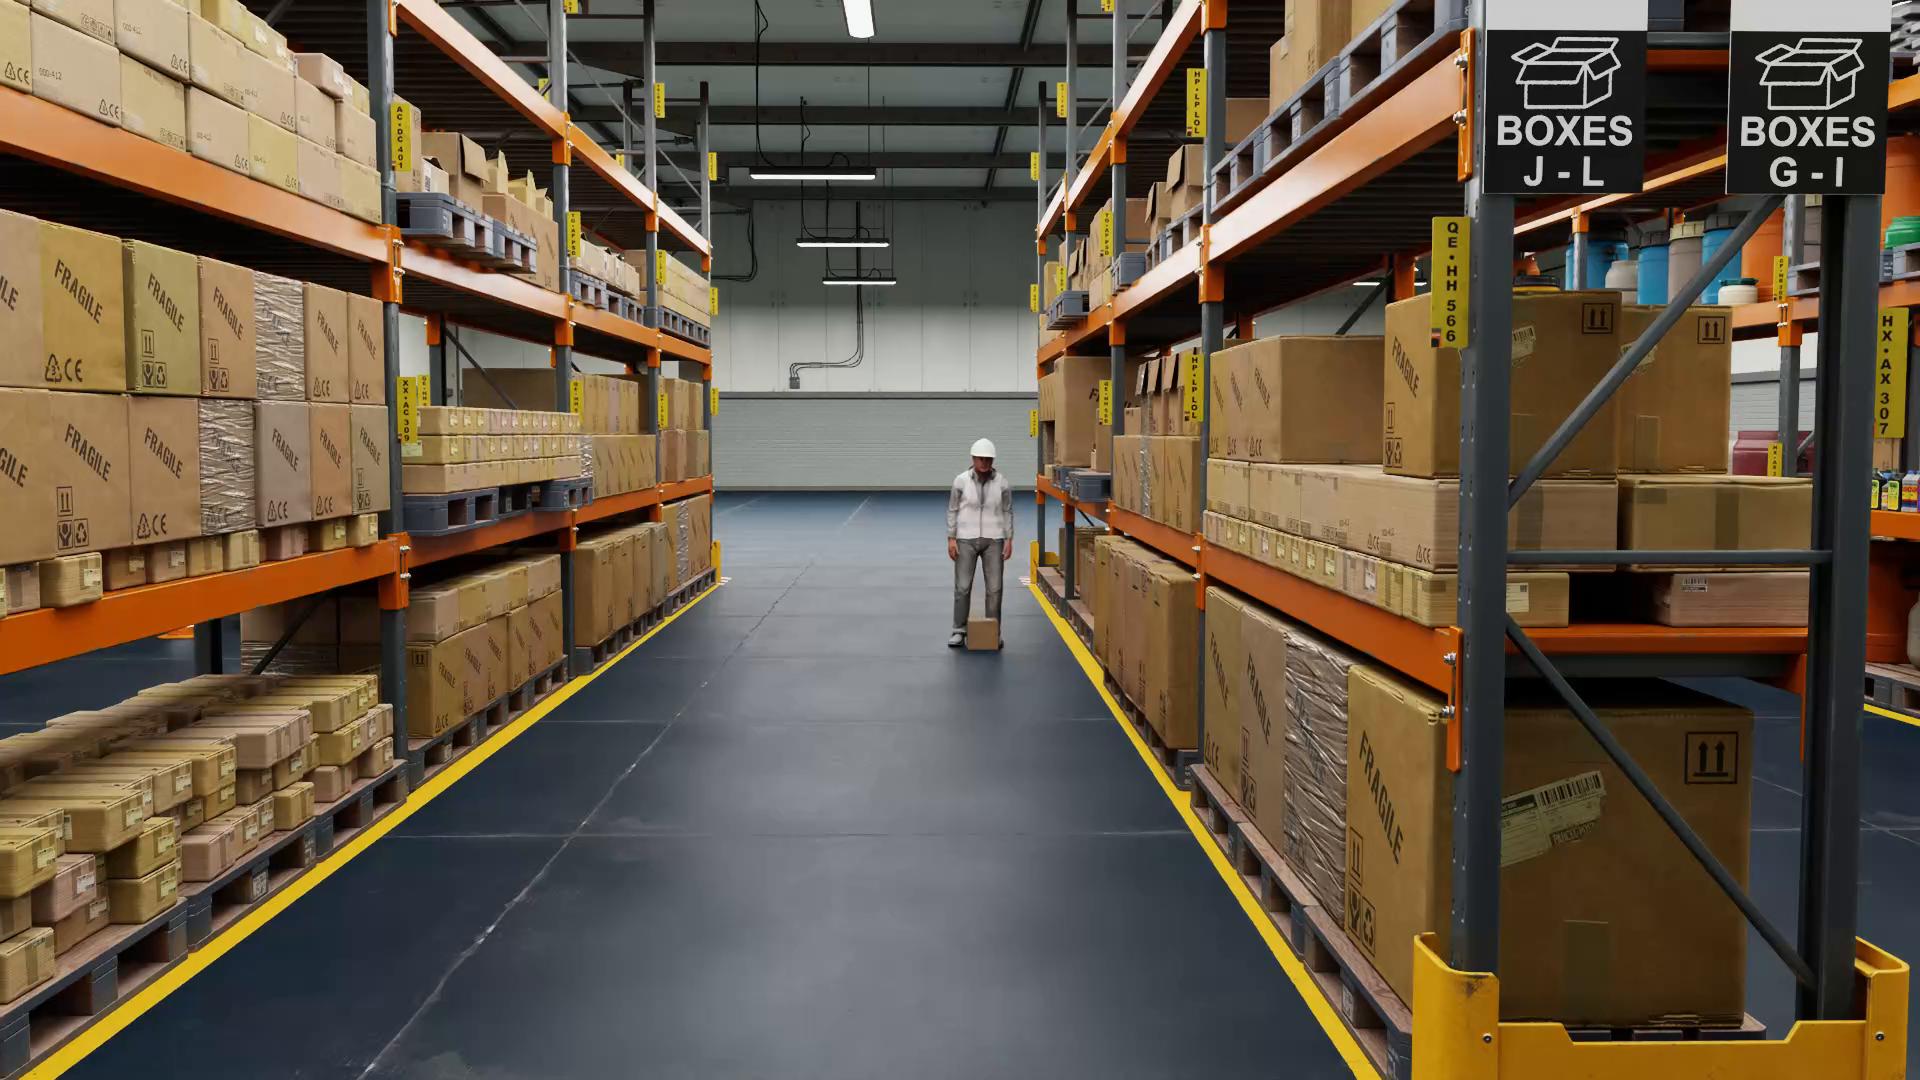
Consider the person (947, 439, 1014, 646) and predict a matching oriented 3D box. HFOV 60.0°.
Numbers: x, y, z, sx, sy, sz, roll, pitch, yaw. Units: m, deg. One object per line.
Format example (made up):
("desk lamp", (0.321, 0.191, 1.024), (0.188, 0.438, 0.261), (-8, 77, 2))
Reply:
("person", (0.175, 0.017, 14.264), (0.579, 1.769, 0.466), (0, 4, -4))
